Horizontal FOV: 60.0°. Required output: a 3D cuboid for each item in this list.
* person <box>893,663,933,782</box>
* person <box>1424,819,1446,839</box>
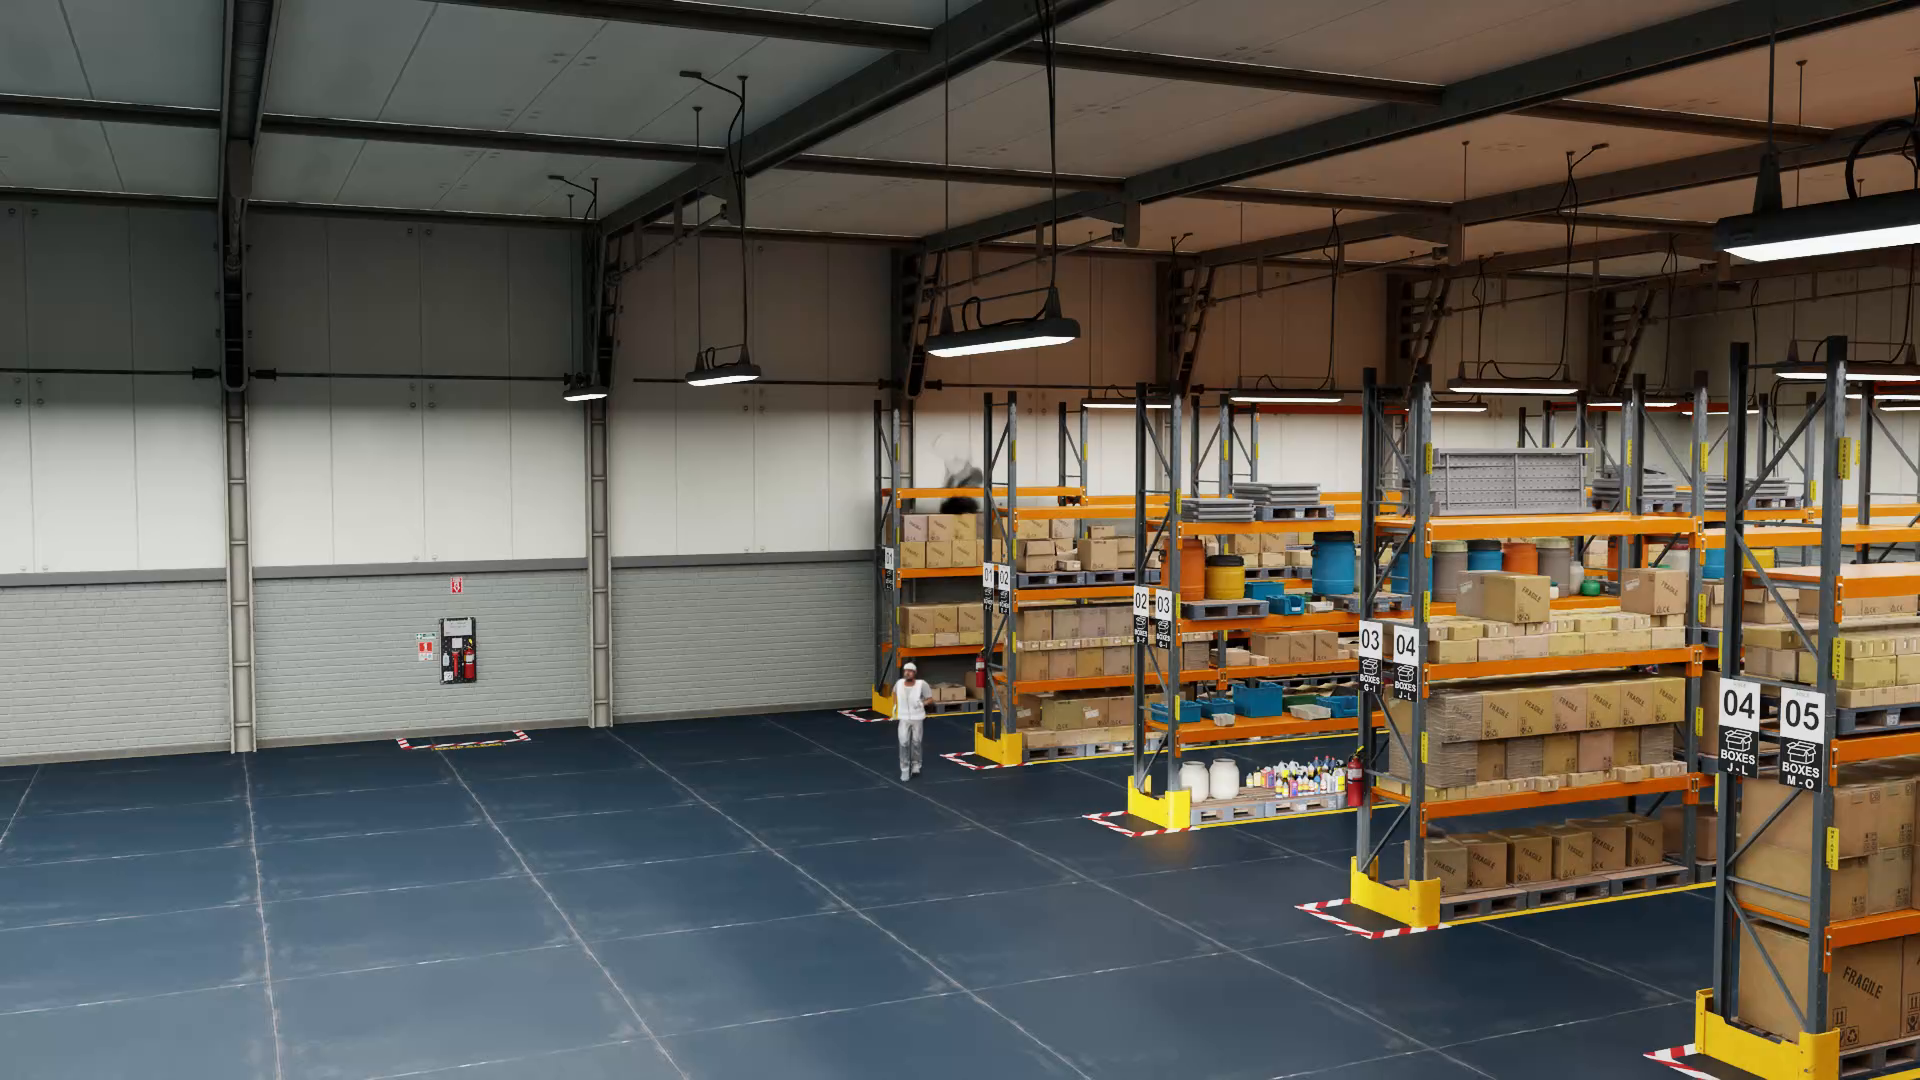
[{"bbox_3d":[-0.740,2.796,25.595,0.666,1.834,0.732,0,3,8],"label":"person"},{"bbox_3d":[5.750,3.156,20.389,0.768,1.659,0.565,-2,4,-31],"label":"person"}]
